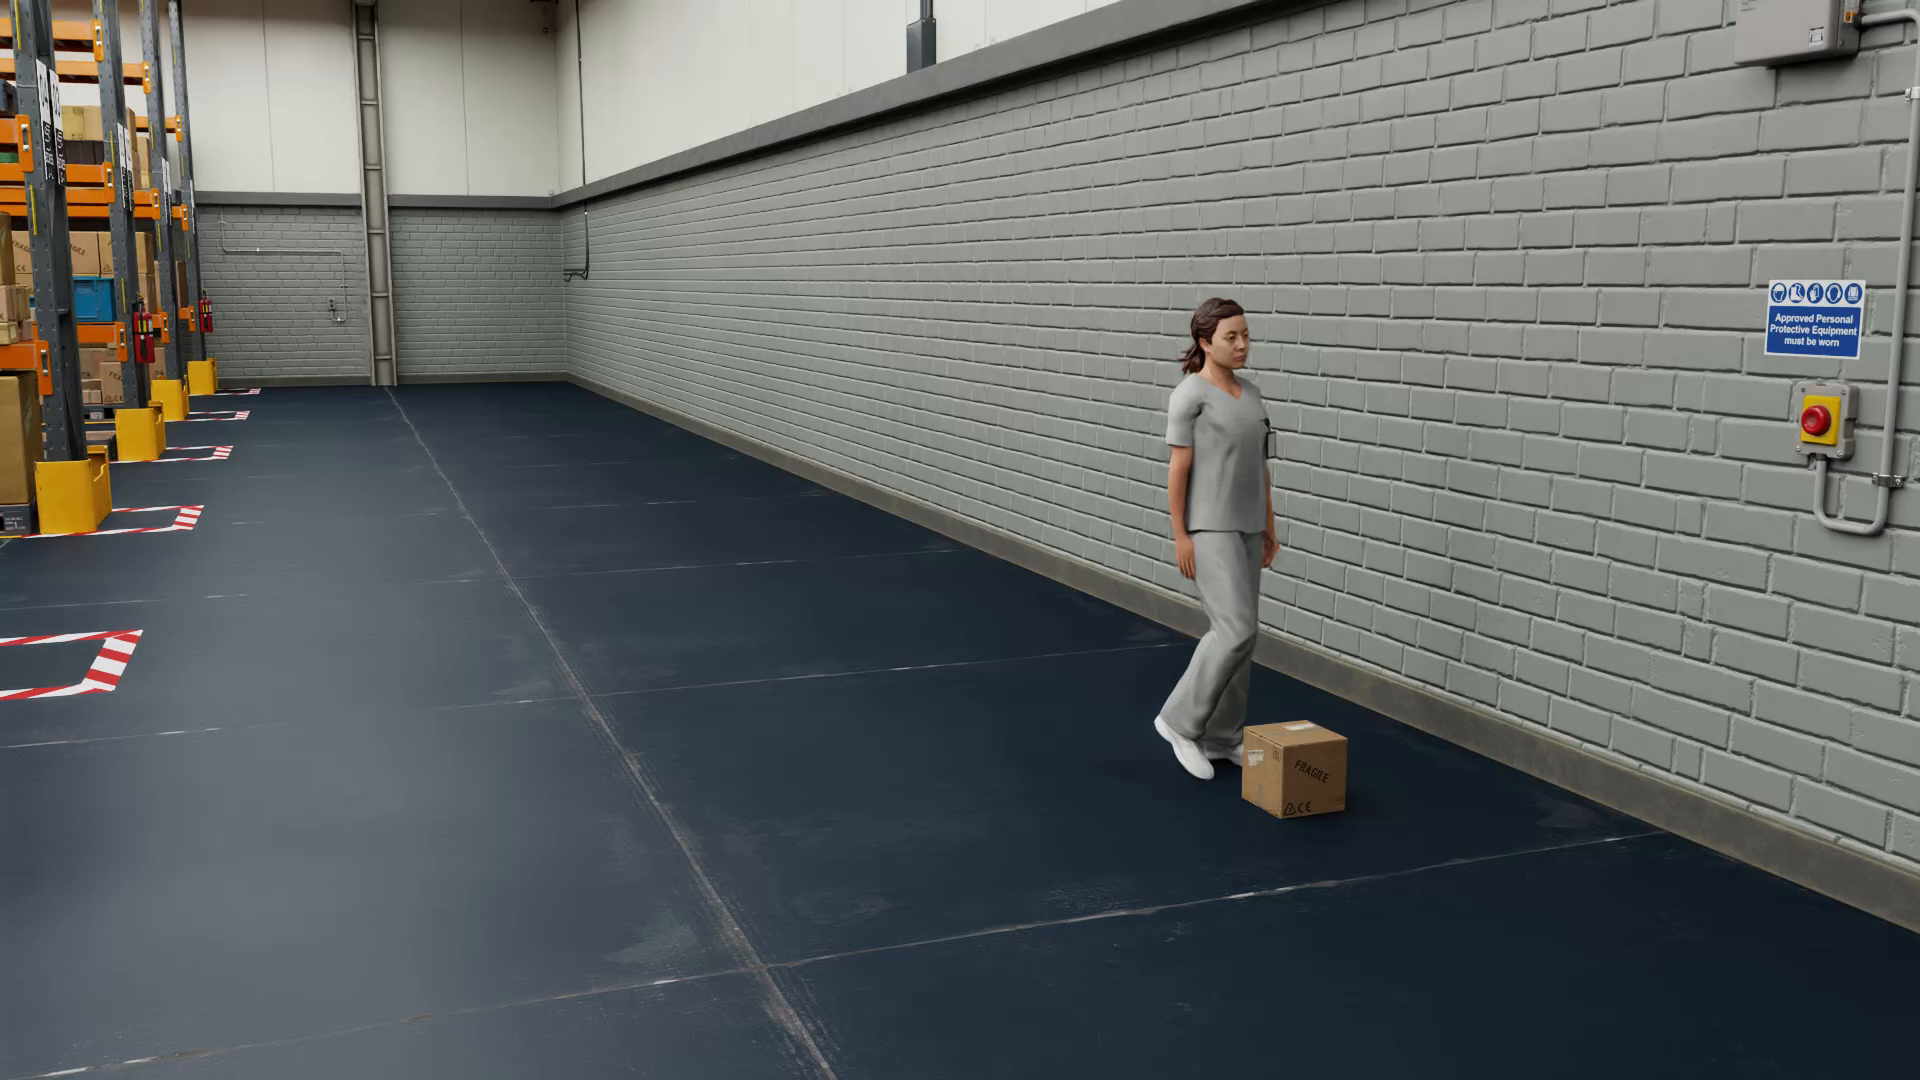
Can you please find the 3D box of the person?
[{"bbox_3d":[0.955,-0.007,5.883,0.460,1.684,0.434,-8,12,-42],"label":"person"}]
